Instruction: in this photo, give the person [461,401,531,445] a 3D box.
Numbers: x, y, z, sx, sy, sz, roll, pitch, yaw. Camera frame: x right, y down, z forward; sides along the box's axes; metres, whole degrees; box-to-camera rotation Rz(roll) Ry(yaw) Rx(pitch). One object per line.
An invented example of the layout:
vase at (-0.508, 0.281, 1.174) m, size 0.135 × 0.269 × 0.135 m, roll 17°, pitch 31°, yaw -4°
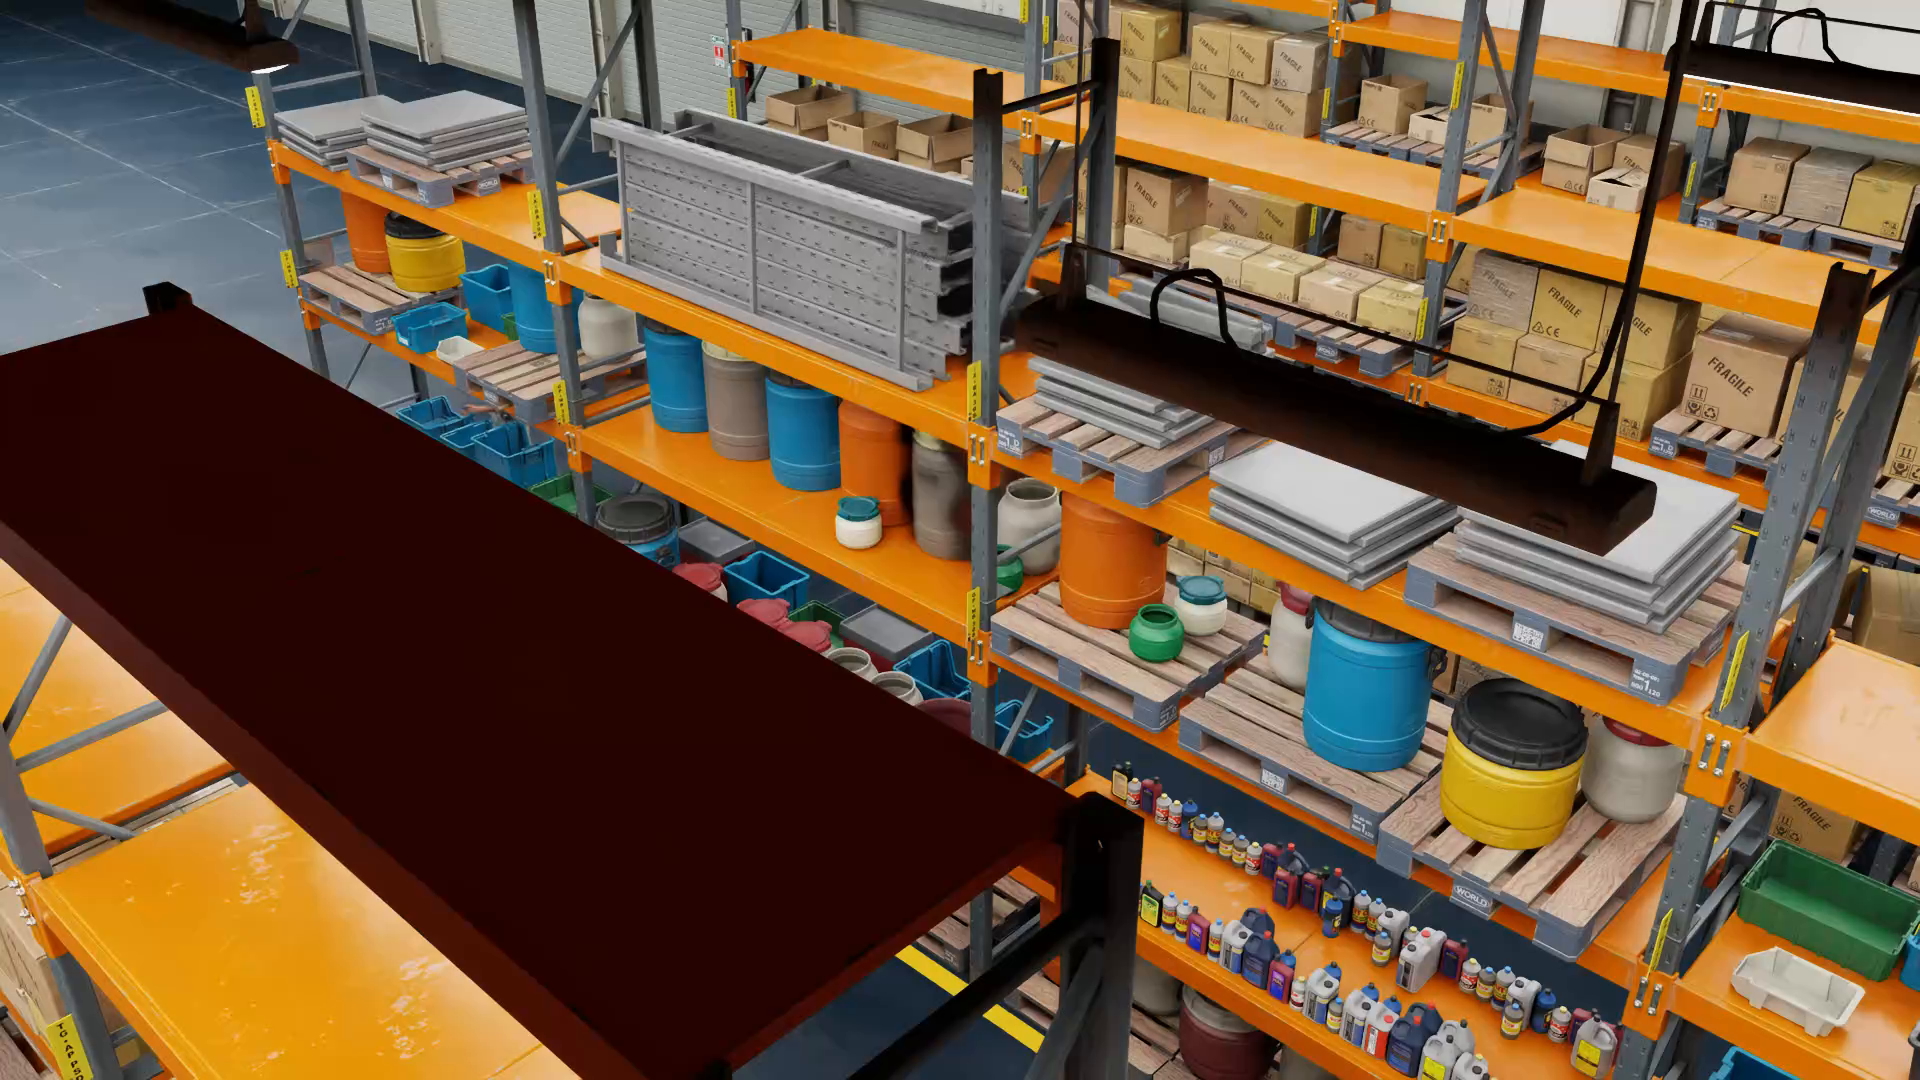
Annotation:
person at (-4.545, -1.231, 16.685) m, size 0.840 × 1.814 × 0.560 m, roll -7°, pitch 30°, yaw -12°
